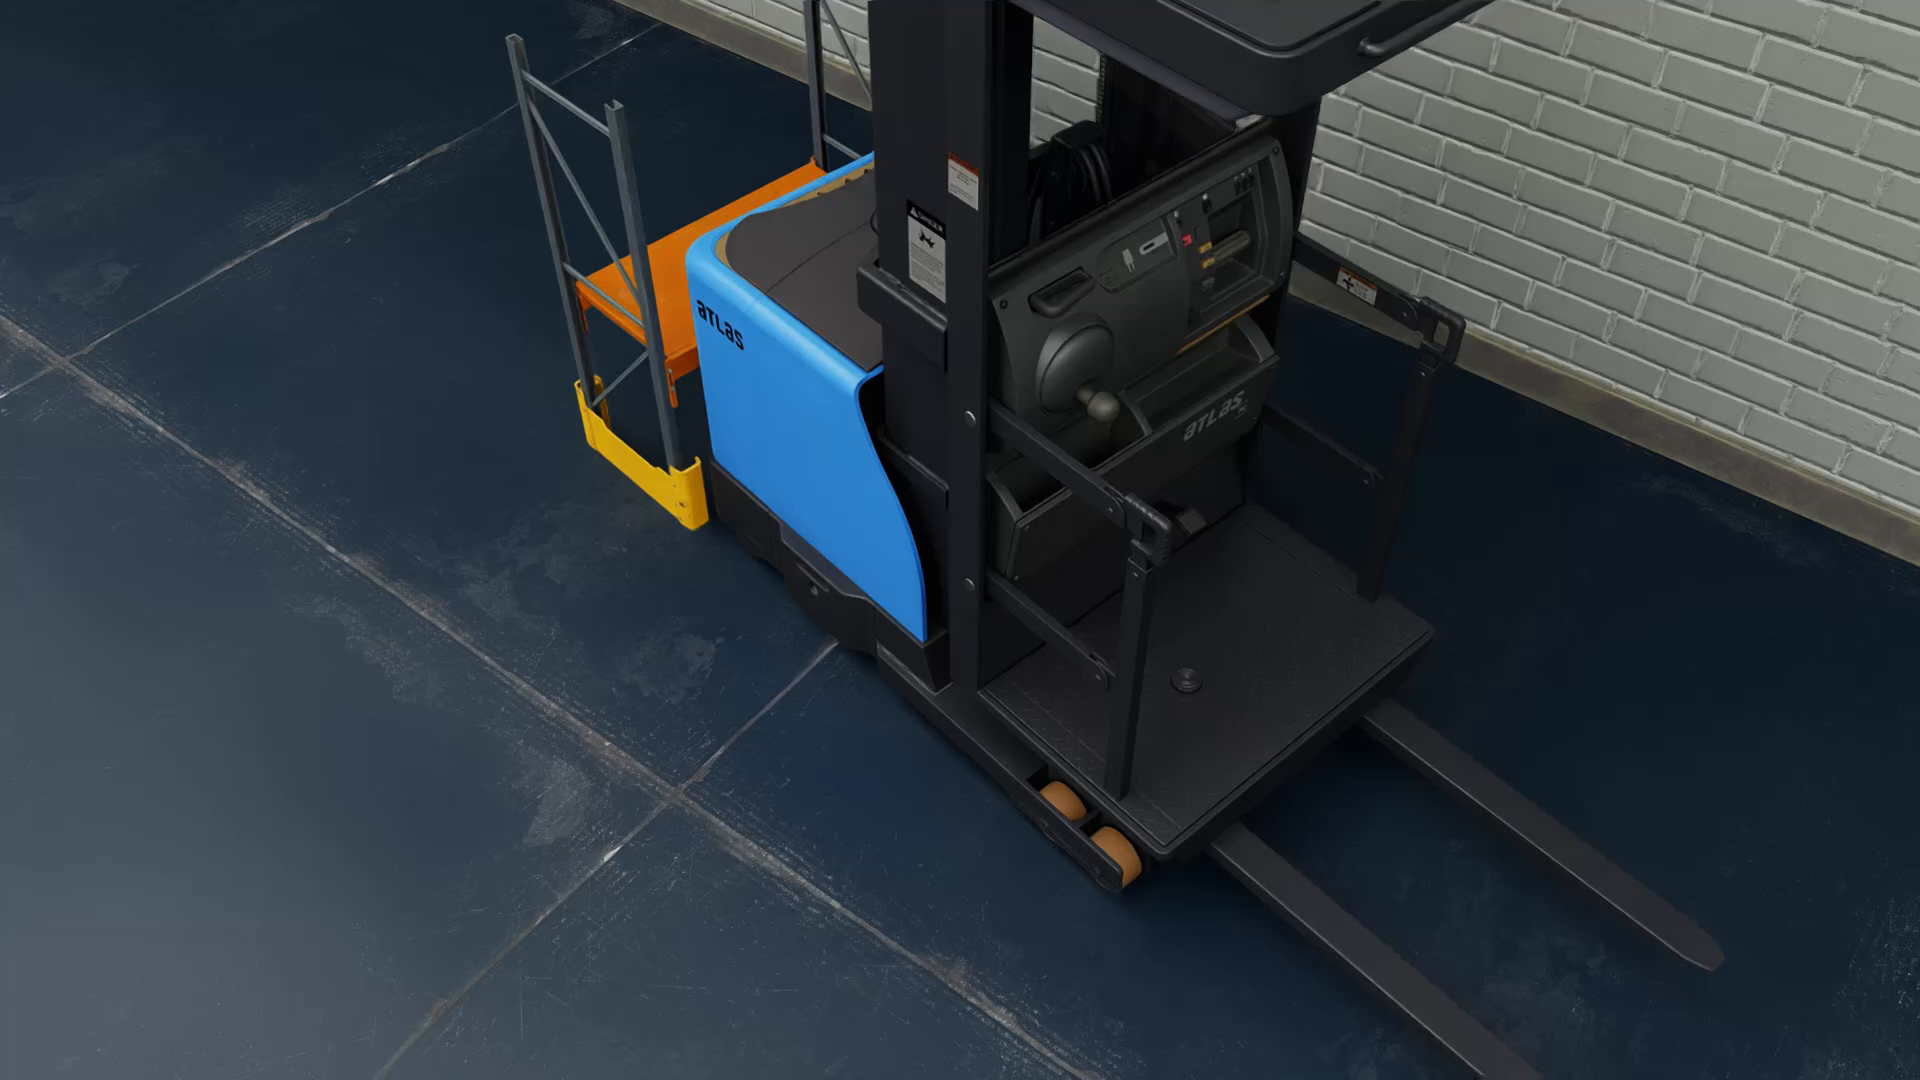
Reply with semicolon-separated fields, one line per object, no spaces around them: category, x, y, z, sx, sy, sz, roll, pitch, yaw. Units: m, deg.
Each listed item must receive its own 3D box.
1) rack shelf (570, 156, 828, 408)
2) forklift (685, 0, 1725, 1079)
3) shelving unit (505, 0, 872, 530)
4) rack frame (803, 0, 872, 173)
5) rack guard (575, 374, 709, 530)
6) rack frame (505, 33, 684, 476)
rack shelf;-0.671;-0.839;5.263;1.000;0.185;0.538;-35;55;-29
forklift;0.581;-0.516;3.716;1.130;2.935;3.031;-33;54;-27
shelving unit;-0.665;-0.968;5.137;1.083;1.500;0.587;-35;55;-29
rack frame;-0.304;-1.217;5.375;0.032;1.500;0.500;-35;55;-29
rack guard;-1.025;-0.287;5.351;0.087;0.250;0.587;-35;55;-29
rack frame;-1.039;-0.709;4.890;0.032;1.500;0.500;-35;55;-29
